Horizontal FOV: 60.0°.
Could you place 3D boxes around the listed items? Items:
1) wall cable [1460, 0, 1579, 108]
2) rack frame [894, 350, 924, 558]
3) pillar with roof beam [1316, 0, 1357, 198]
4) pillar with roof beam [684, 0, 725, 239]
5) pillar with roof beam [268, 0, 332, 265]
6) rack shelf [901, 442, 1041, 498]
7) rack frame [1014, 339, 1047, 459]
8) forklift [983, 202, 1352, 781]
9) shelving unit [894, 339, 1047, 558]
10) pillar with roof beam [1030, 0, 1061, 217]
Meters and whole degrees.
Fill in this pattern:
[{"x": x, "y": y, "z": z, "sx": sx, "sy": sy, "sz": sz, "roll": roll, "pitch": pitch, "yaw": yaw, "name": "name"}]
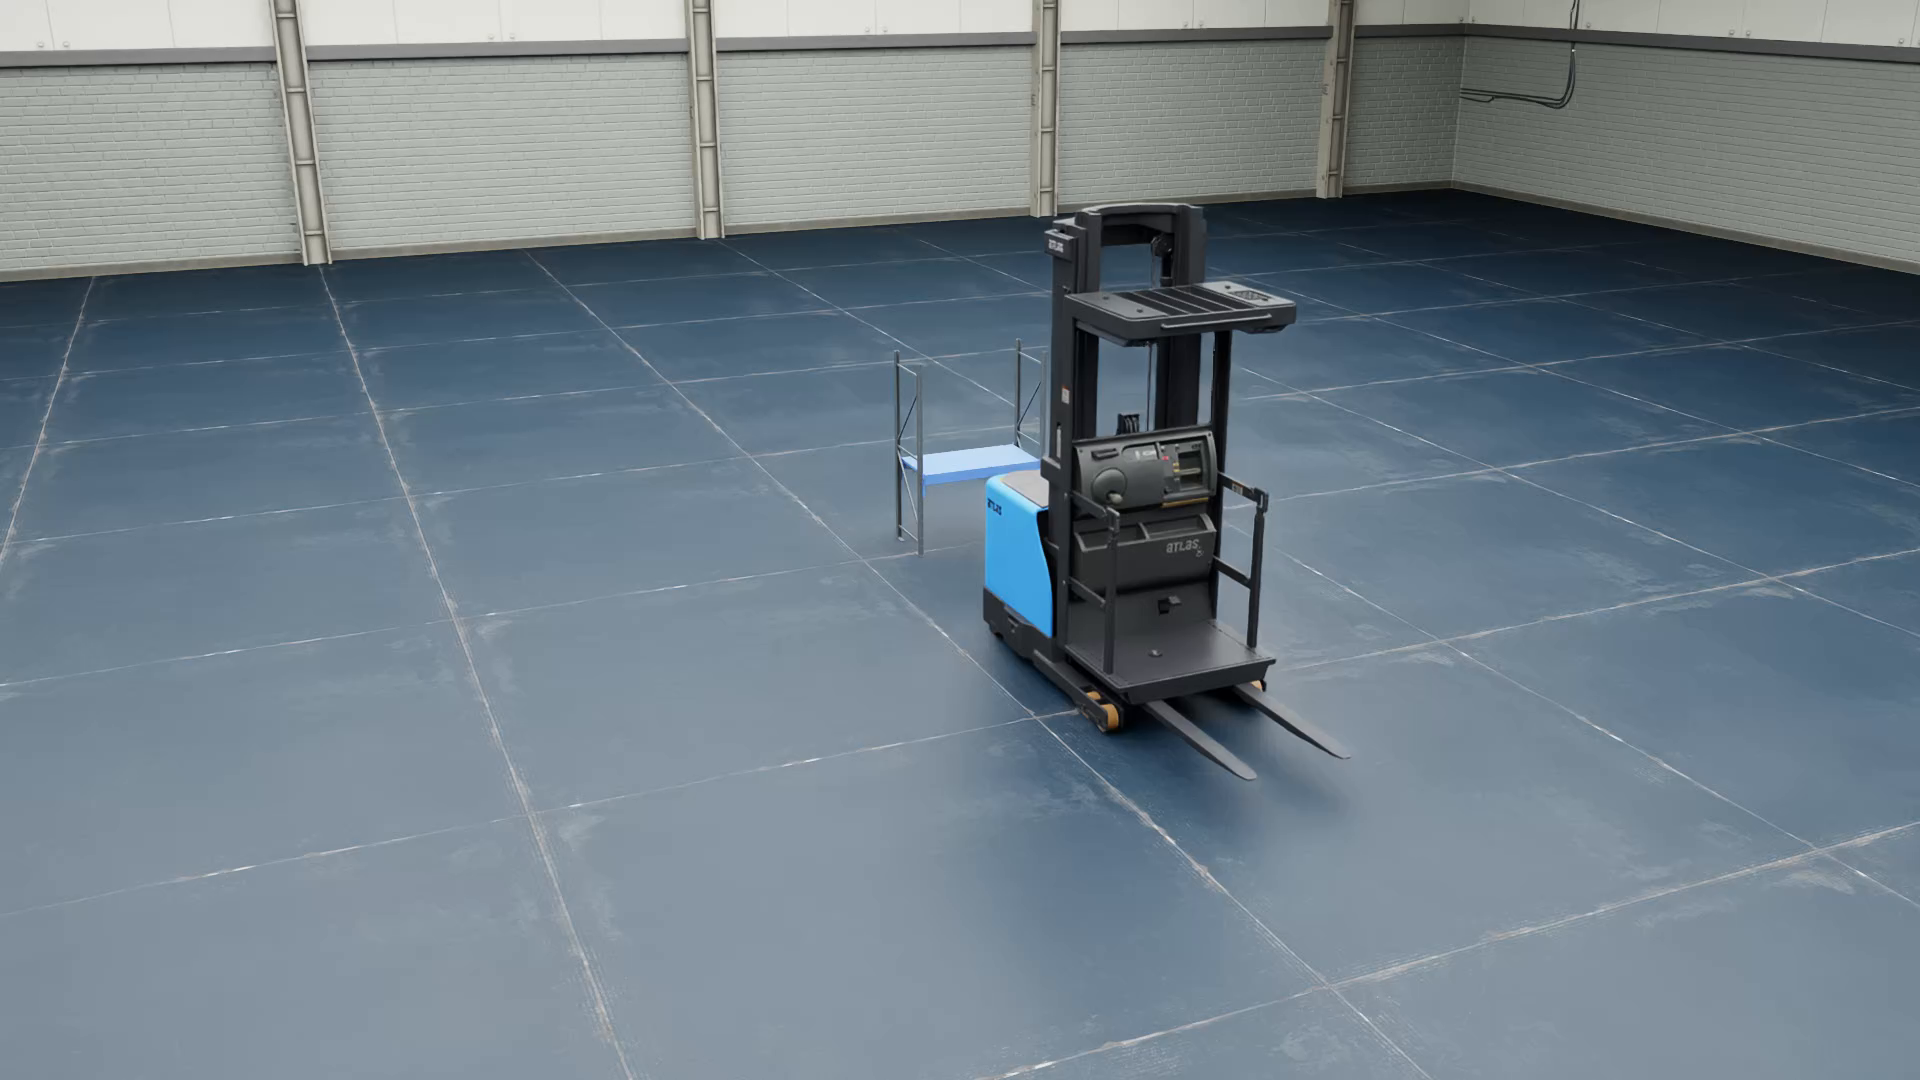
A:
[{"x": 10.201, "y": -9.255, "z": 30.432, "sx": 0.112, "sy": 2.526, "sz": 3.097, "roll": -8, "pitch": 21, "yaw": -22, "name": "wall cable"}, {"x": -0.388, "y": -0.652, "z": 12.615, "sx": 0.032, "sy": 1.500, "sz": 0.500, "roll": -8, "pitch": 21, "yaw": -22, "name": "rack frame"}, {"x": 8.678, "y": -9.422, "z": 26.232, "sx": 0.400, "sy": 9.000, "sz": 9.100, "roll": -8, "pitch": 21, "yaw": -22, "name": "pillar with roof beam"}, {"x": -2.341, "y": -7.843, "z": 21.749, "sx": 0.400, "sy": 9.000, "sz": 9.100, "roll": -8, "pitch": 21, "yaw": -22, "name": "pillar with roof beam"}, {"x": -7.850, "y": -7.054, "z": 19.507, "sx": 0.400, "sy": 9.000, "sz": 9.100, "roll": -8, "pitch": 21, "yaw": -22, "name": "pillar with roof beam"}, {"x": 0.078, "y": -0.549, "z": 12.865, "sx": 1.000, "sy": 0.185, "sz": 0.538, "roll": -8, "pitch": 21, "yaw": -22, "name": "rack shelf"}, {"x": 0.545, "y": -0.786, "z": 12.995, "sx": 0.032, "sy": 1.500, "sz": 0.500, "roll": -8, "pitch": 21, "yaw": -22, "name": "rack frame"}, {"x": 1.212, "y": -0.412, "z": 9.779, "sx": 1.130, "sy": 2.935, "sz": 3.031, "roll": -8, "pitch": 21, "yaw": -22, "name": "forklift"}, {"x": 0.078, "y": -0.719, "z": 12.805, "sx": 1.048, "sy": 1.500, "sz": 0.538, "roll": -8, "pitch": 21, "yaw": -22, "name": "shelving unit"}, {"x": 3.169, "y": -8.633, "z": 23.990, "sx": 0.400, "sy": 9.000, "sz": 9.100, "roll": -8, "pitch": 21, "yaw": -22, "name": "pillar with roof beam"}]
